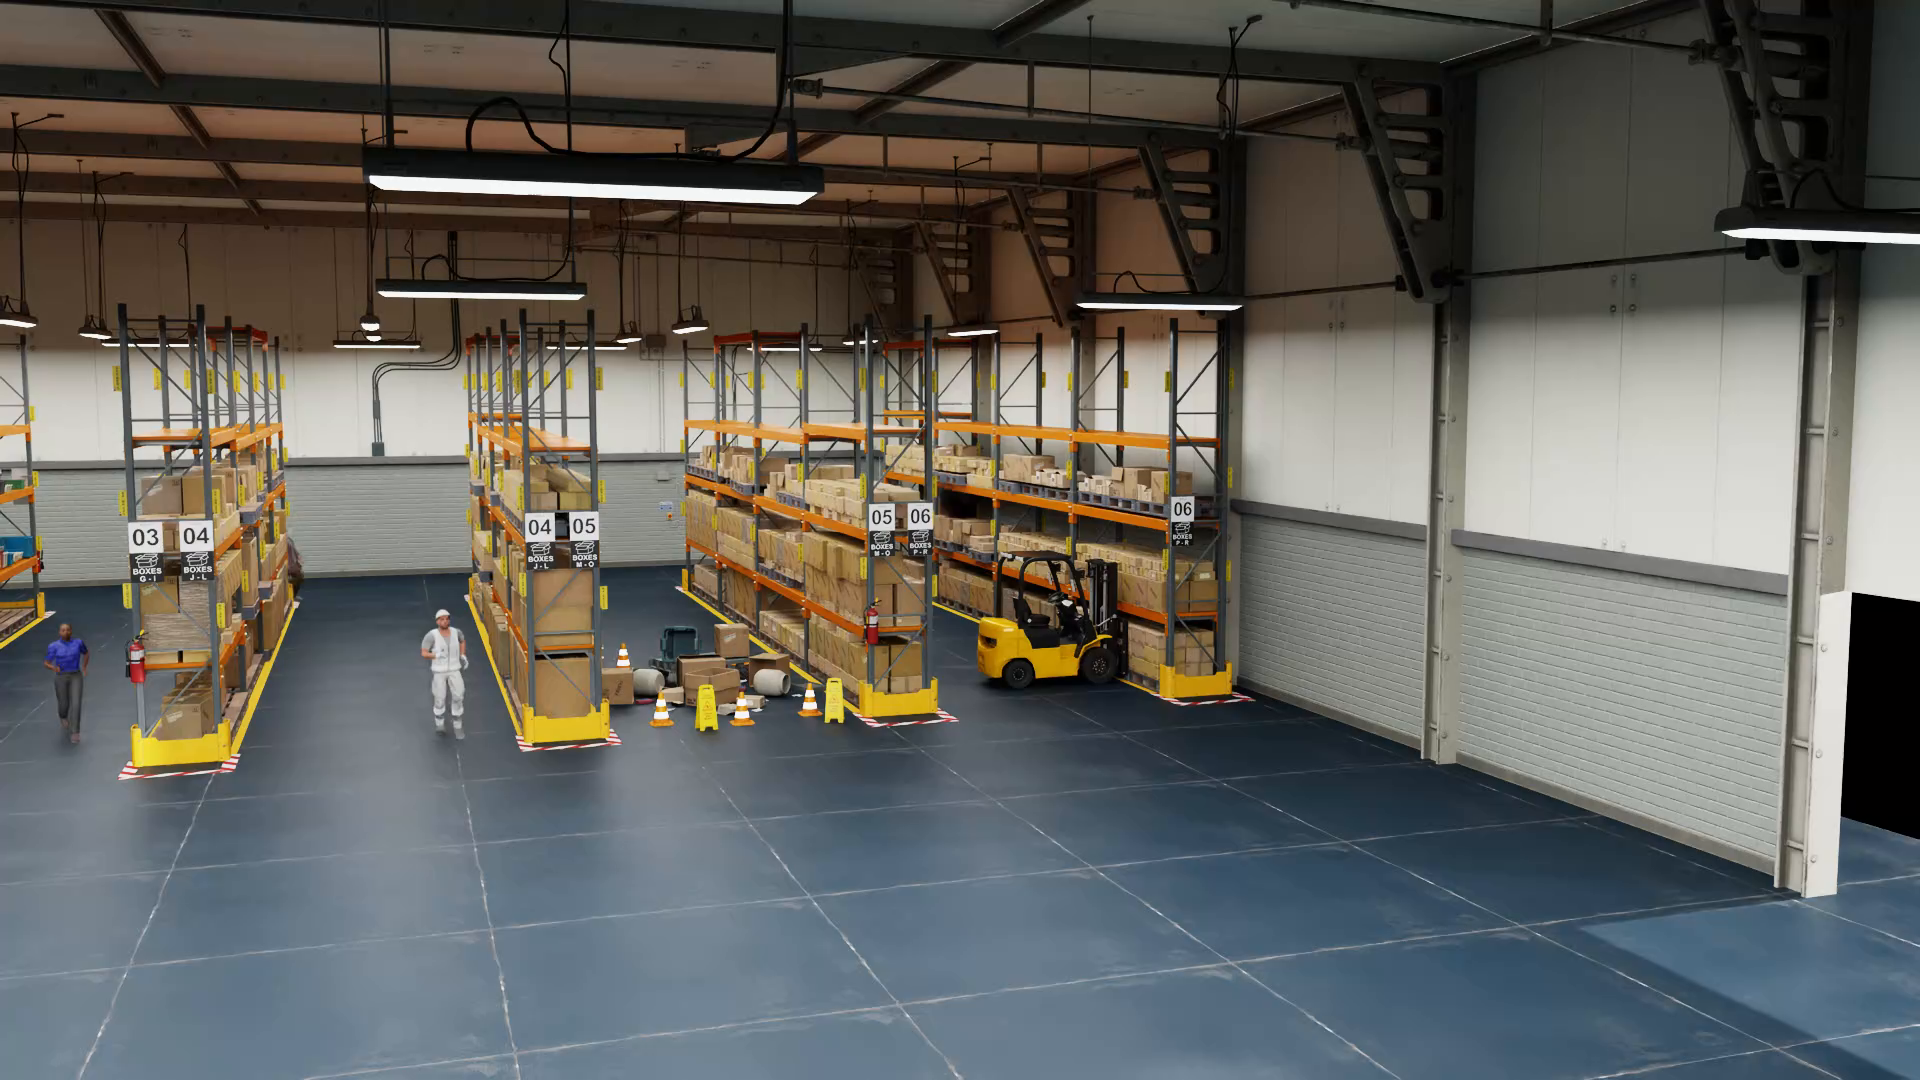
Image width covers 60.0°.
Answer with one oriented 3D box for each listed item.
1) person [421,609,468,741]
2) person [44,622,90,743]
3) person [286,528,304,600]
[{"bbox_3d":[-7.237,1.878,23.393,0.665,1.821,0.726,-3,6,-30],"label":"person"},{"bbox_3d":[-12.503,1.972,23.324,0.581,1.654,0.892,-4,6,-33],"label":"person"},{"bbox_3d":[-15.348,0.542,38.130,0.536,1.724,0.770,0,5,3],"label":"person"}]
